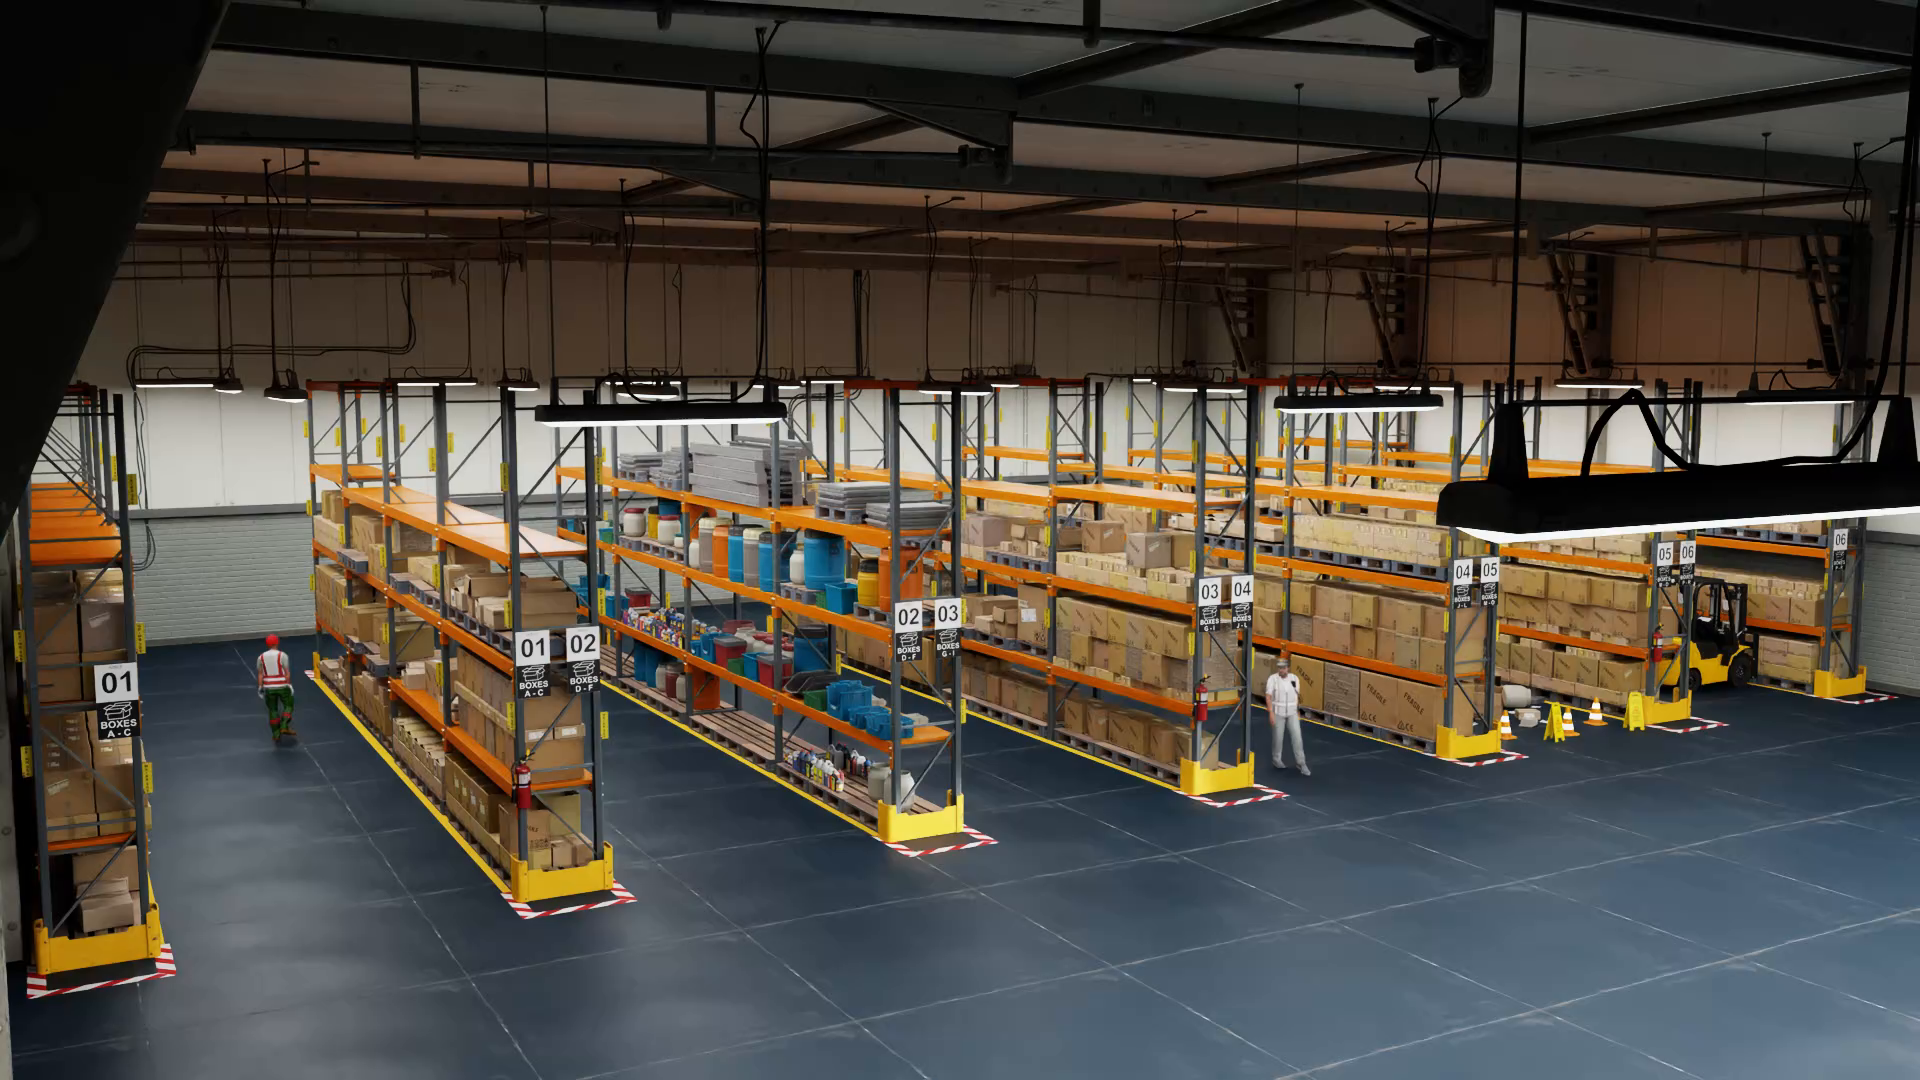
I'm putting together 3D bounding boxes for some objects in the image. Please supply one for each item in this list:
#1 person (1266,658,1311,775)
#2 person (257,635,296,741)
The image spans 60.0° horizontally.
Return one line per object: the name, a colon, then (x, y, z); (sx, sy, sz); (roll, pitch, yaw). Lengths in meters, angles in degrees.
person: (5.085, 2.713, 25.838); (0.637, 1.762, 0.725); (0, 6, -2)
person: (-11.467, 2.479, 27.873); (0.582, 1.775, 0.548); (-2, 6, -15)
